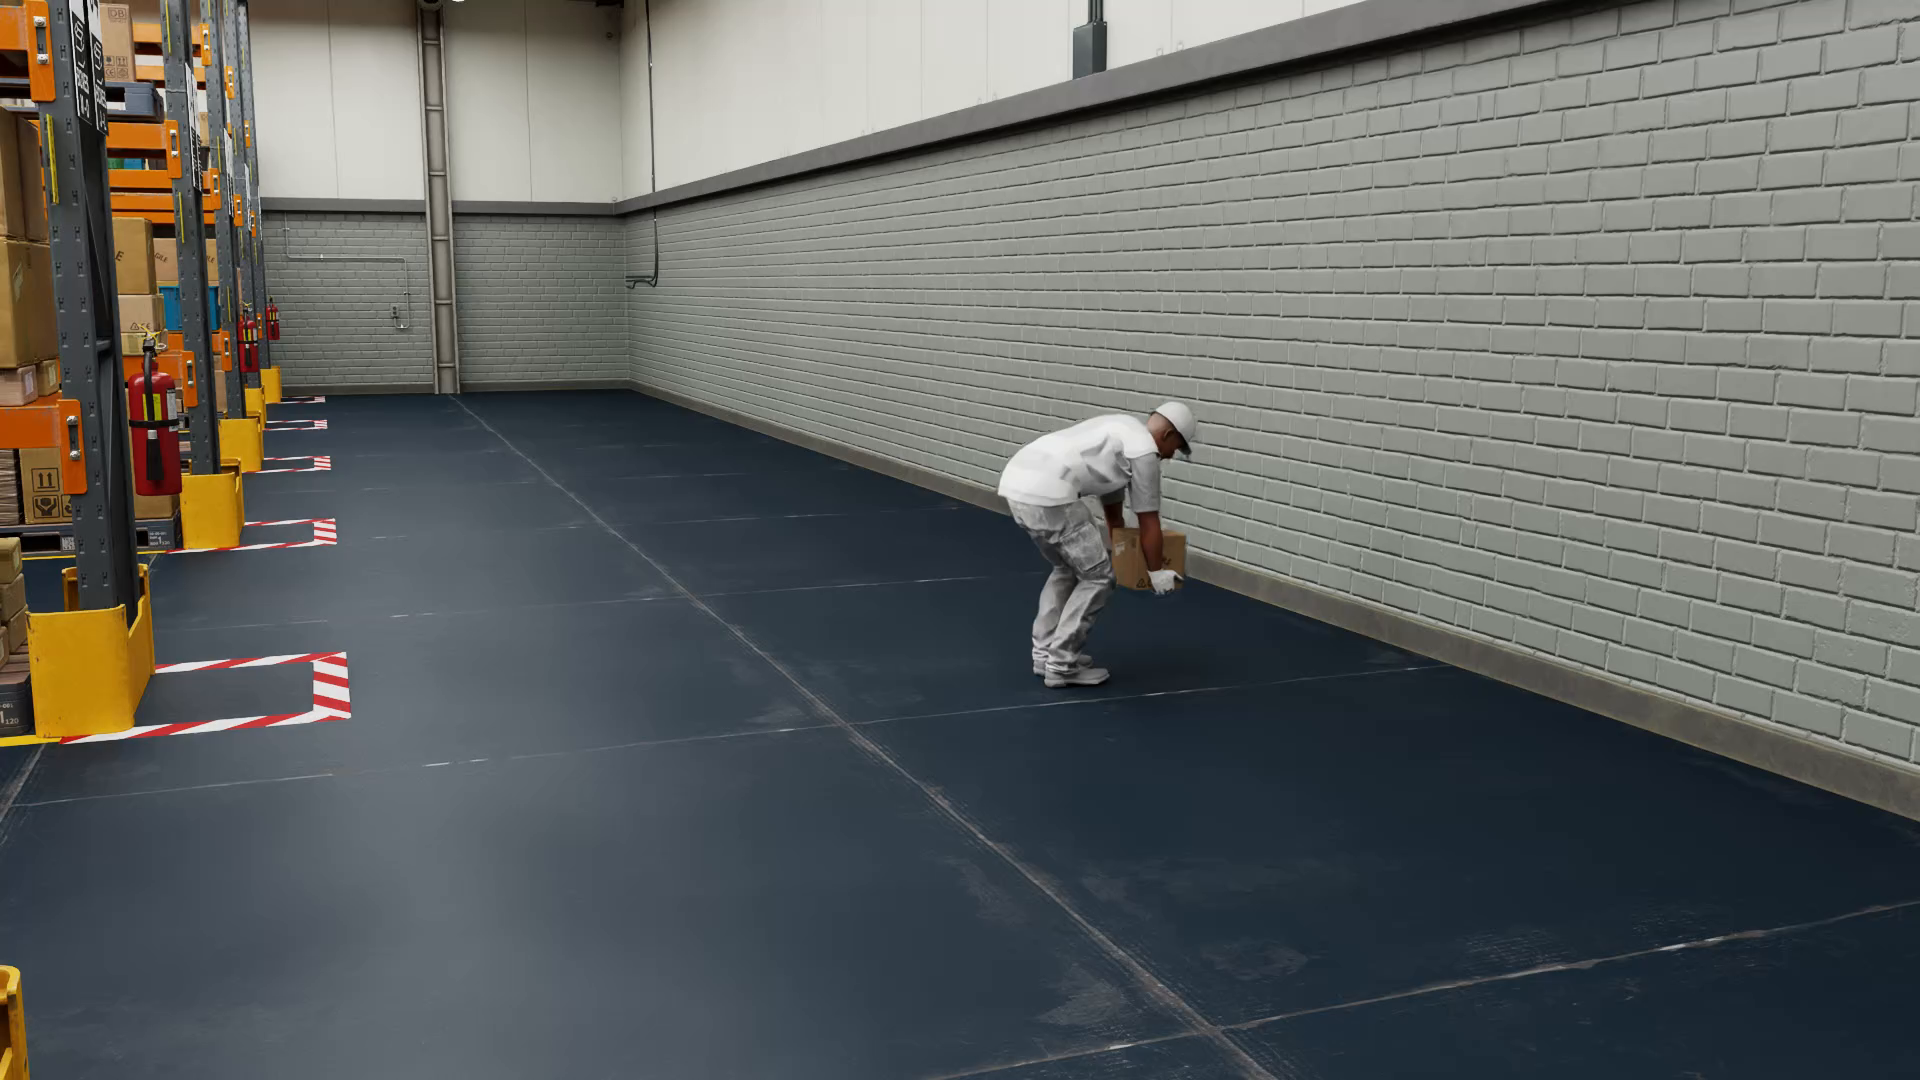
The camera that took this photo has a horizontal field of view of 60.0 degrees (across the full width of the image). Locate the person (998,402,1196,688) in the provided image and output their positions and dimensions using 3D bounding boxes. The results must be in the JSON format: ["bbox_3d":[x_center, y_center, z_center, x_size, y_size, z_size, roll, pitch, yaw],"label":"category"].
[{"bbox_3d":[0.641,0.002,7.551,0.953,1.238,0.516,-4,10,-23],"label":"person"}]
